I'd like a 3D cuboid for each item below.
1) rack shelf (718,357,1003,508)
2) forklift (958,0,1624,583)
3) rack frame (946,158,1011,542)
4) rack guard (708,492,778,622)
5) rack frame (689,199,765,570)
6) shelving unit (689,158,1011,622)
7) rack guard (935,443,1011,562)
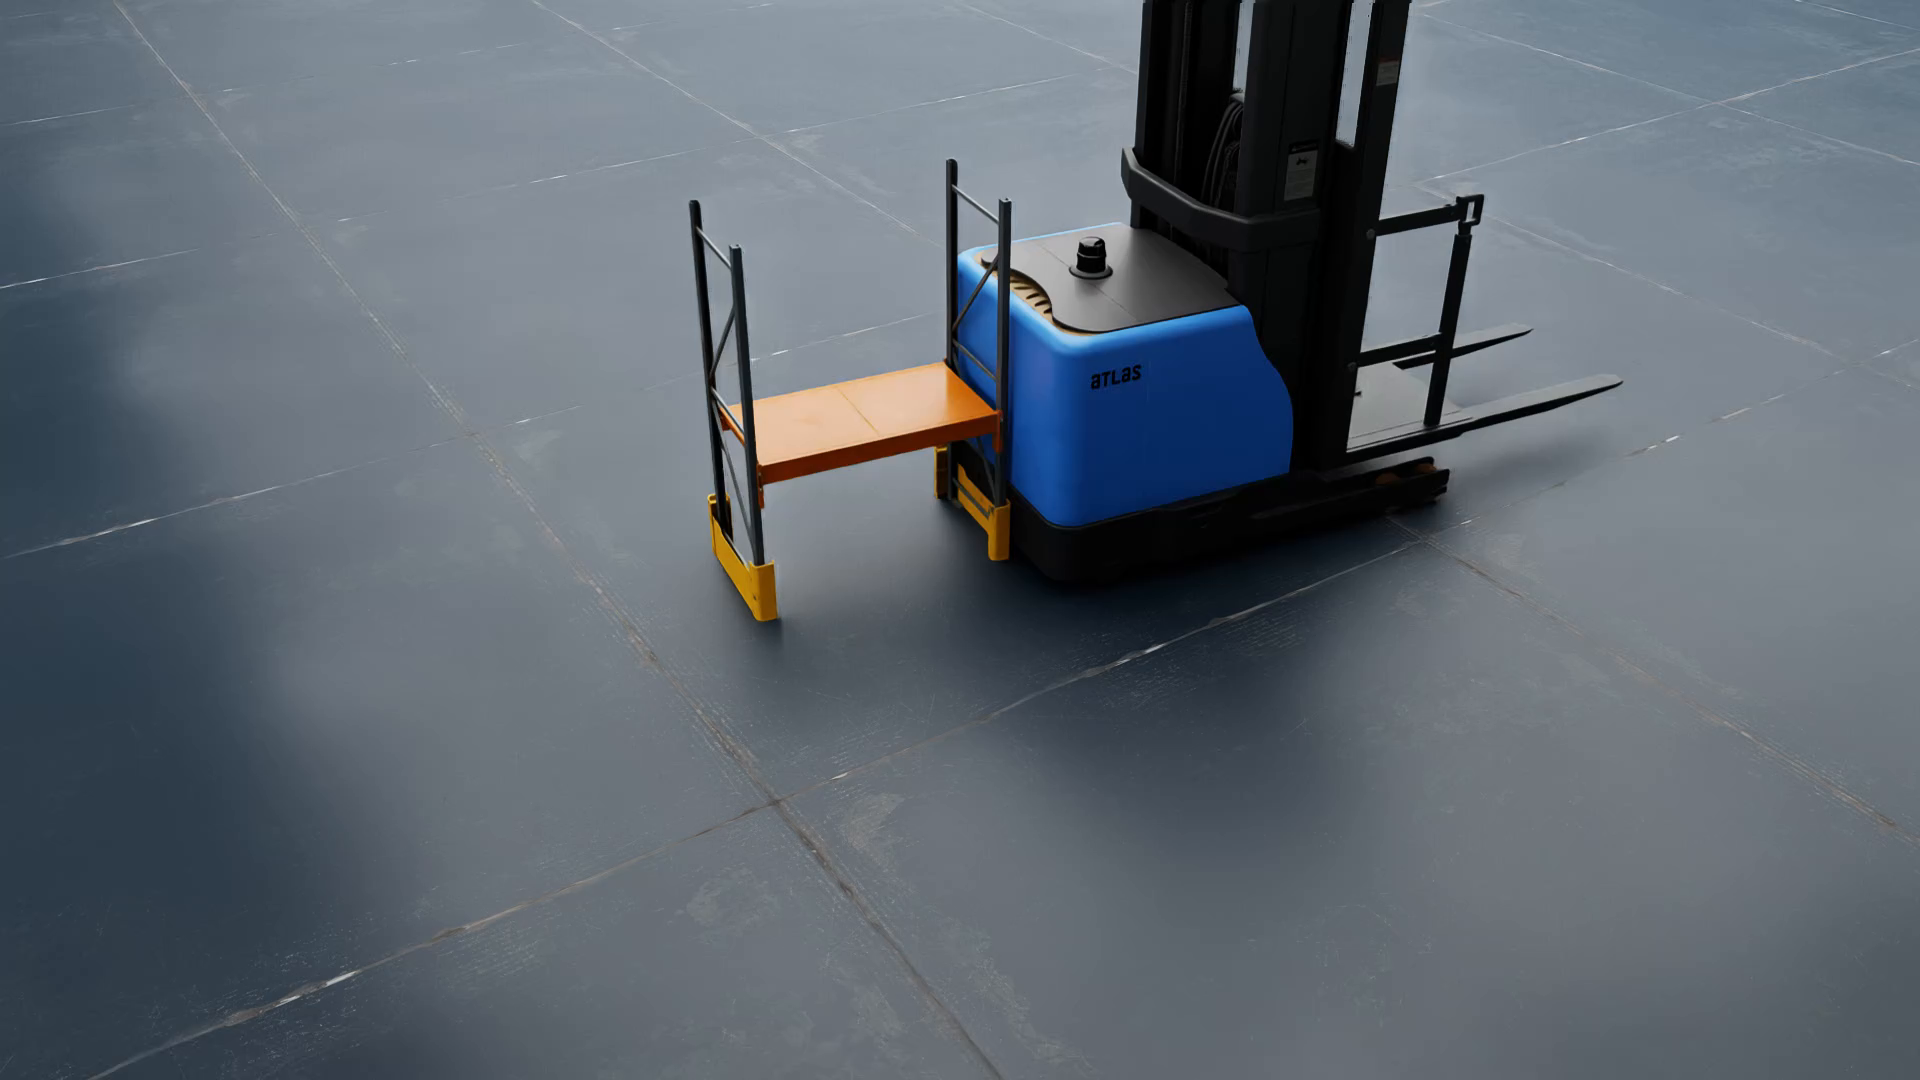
[{"bbox_3d":[-0.395,-0.431,6.457,1.000,0.185,0.538,-14,35,-21],"label":"rack shelf"},{"bbox_3d":[1.516,-1.595,6.625,3.031,2.935,1.130,-14,35,-21],"label":"forklift"},{"bbox_3d":[0.065,-0.698,6.544,0.032,1.500,0.500,-14,35,-21],"label":"rack frame"},{"bbox_3d":[-0.854,0.061,6.513,0.087,0.250,0.587,-14,35,-21],"label":"rack guard"},{"bbox_3d":[-0.855,-0.468,6.179,0.032,1.500,0.500,-14,35,-21],"label":"rack frame"},{"bbox_3d":[-0.403,-0.581,6.358,1.083,1.500,0.587,-14,35,-21],"label":"shelving unit"},{"bbox_3d":[0.048,-0.165,6.871,0.087,0.250,0.587,-14,35,-21],"label":"rack guard"}]
